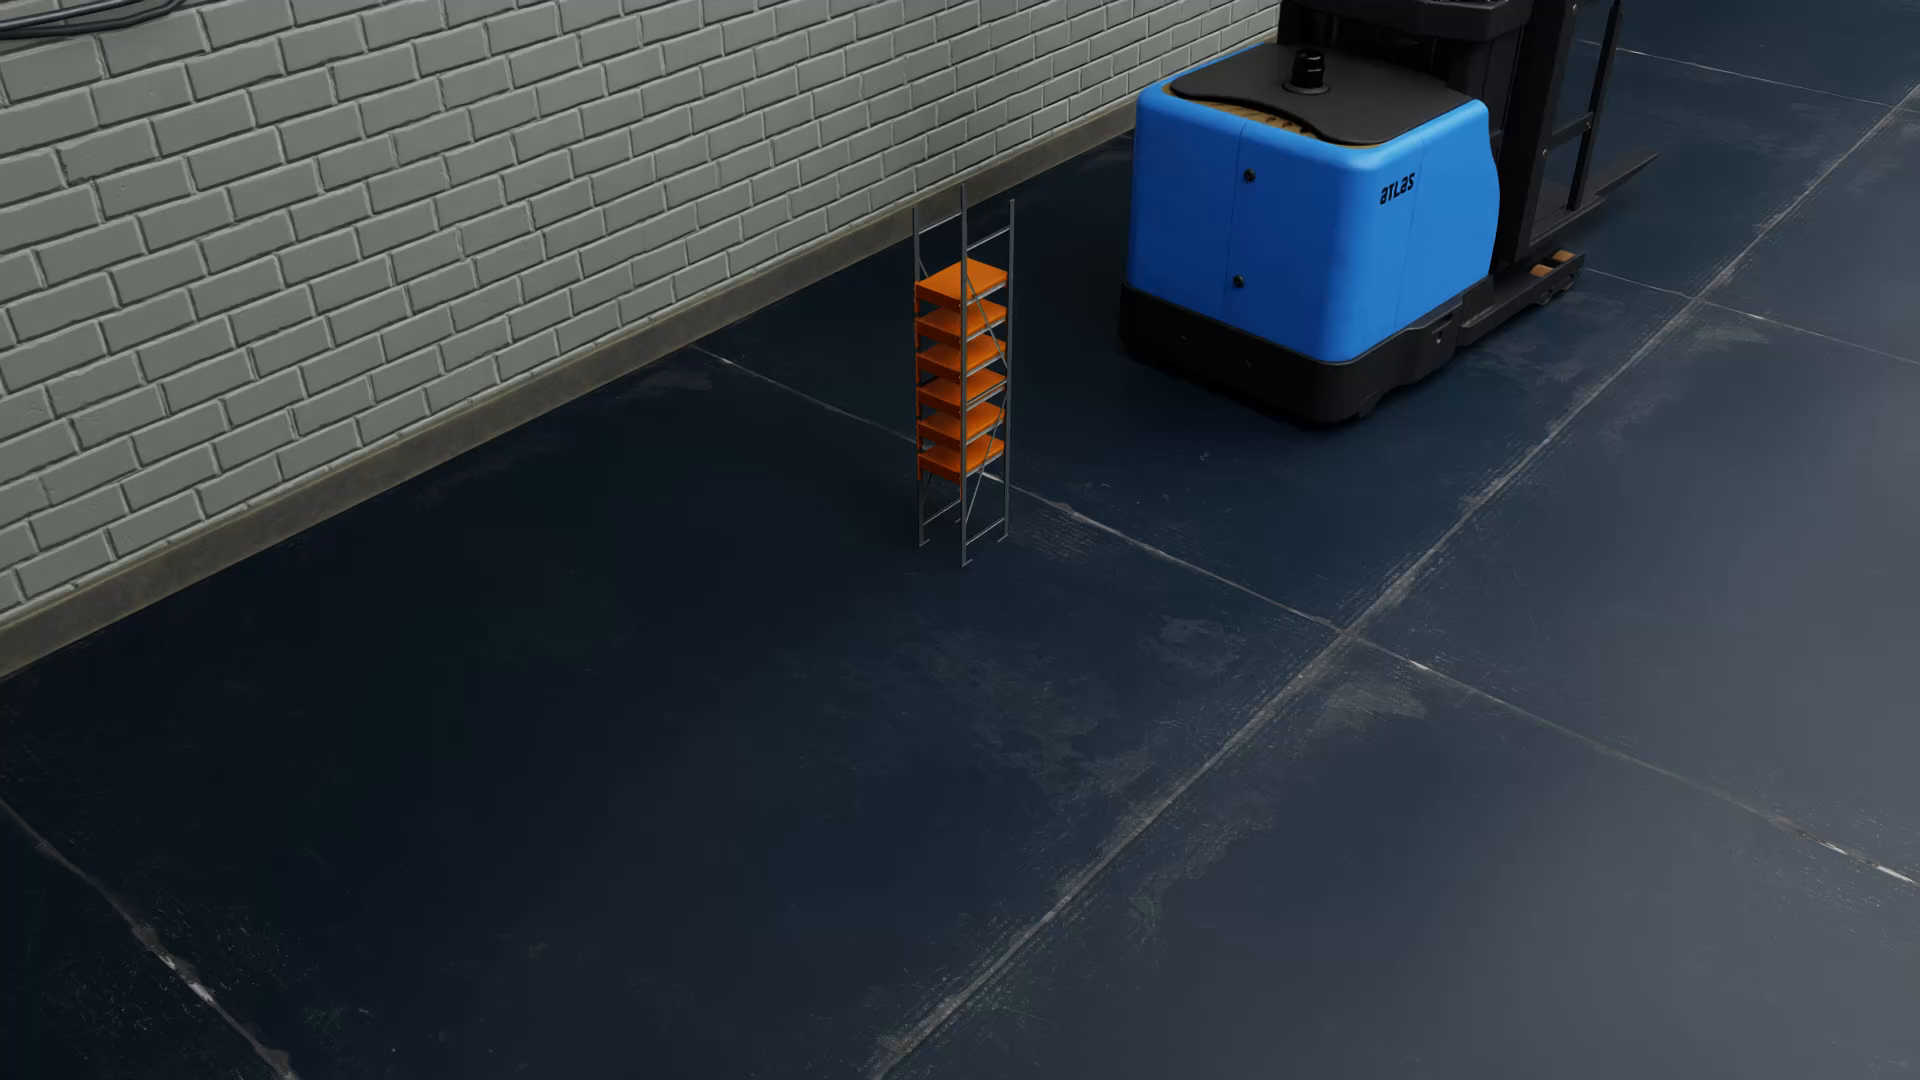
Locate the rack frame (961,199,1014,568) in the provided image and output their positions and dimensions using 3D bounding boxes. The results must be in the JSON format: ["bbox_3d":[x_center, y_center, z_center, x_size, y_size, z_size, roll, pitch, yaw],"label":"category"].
[{"bbox_3d":[0.081,-0.456,5.153,0.006,1.200,0.240,25,42,32],"label":"rack frame"}]

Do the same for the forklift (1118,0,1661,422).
[{"bbox_3d":[2.012,-2.374,6.417,1.130,2.935,3.031,28,44,35],"label":"forklift"}]

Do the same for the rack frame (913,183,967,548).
[{"bbox_3d":[-0.059,-0.523,5.250,0.006,1.200,0.240,25,42,32],"label":"rack frame"}]

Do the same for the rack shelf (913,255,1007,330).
[{"bbox_3d":[0.011,-0.749,5.023,0.180,0.103,0.258,25,42,32],"label":"rack shelf"}]

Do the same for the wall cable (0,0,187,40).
[{"bbox_3d":[-2.978,-1.924,3.144,0.112,2.526,3.097,25,42,32],"label":"wall cable"}]

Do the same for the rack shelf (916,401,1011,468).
[{"bbox_3d":[0.011,-0.354,5.294,0.180,0.103,0.258,25,42,32],"label":"rack shelf"}]

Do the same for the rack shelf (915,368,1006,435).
[{"bbox_3d":[0.011,-0.453,5.226,0.180,0.103,0.258,25,42,32],"label":"rack shelf"}]

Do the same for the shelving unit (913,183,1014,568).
[{"bbox_3d":[0.011,-0.489,5.201,0.189,1.200,0.258,25,42,32],"label":"shelving unit"}]

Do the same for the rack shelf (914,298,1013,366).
[{"bbox_3d":[0.011,-0.651,5.091,0.180,0.103,0.258,25,42,32],"label":"rack shelf"}]

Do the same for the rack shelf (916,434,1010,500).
[{"bbox_3d":[0.011,-0.255,5.362,0.180,0.103,0.258,25,42,32],"label":"rack shelf"}]

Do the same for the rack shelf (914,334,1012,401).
[{"bbox_3d":[0.011,-0.552,5.158,0.180,0.103,0.258,25,42,32],"label":"rack shelf"}]
